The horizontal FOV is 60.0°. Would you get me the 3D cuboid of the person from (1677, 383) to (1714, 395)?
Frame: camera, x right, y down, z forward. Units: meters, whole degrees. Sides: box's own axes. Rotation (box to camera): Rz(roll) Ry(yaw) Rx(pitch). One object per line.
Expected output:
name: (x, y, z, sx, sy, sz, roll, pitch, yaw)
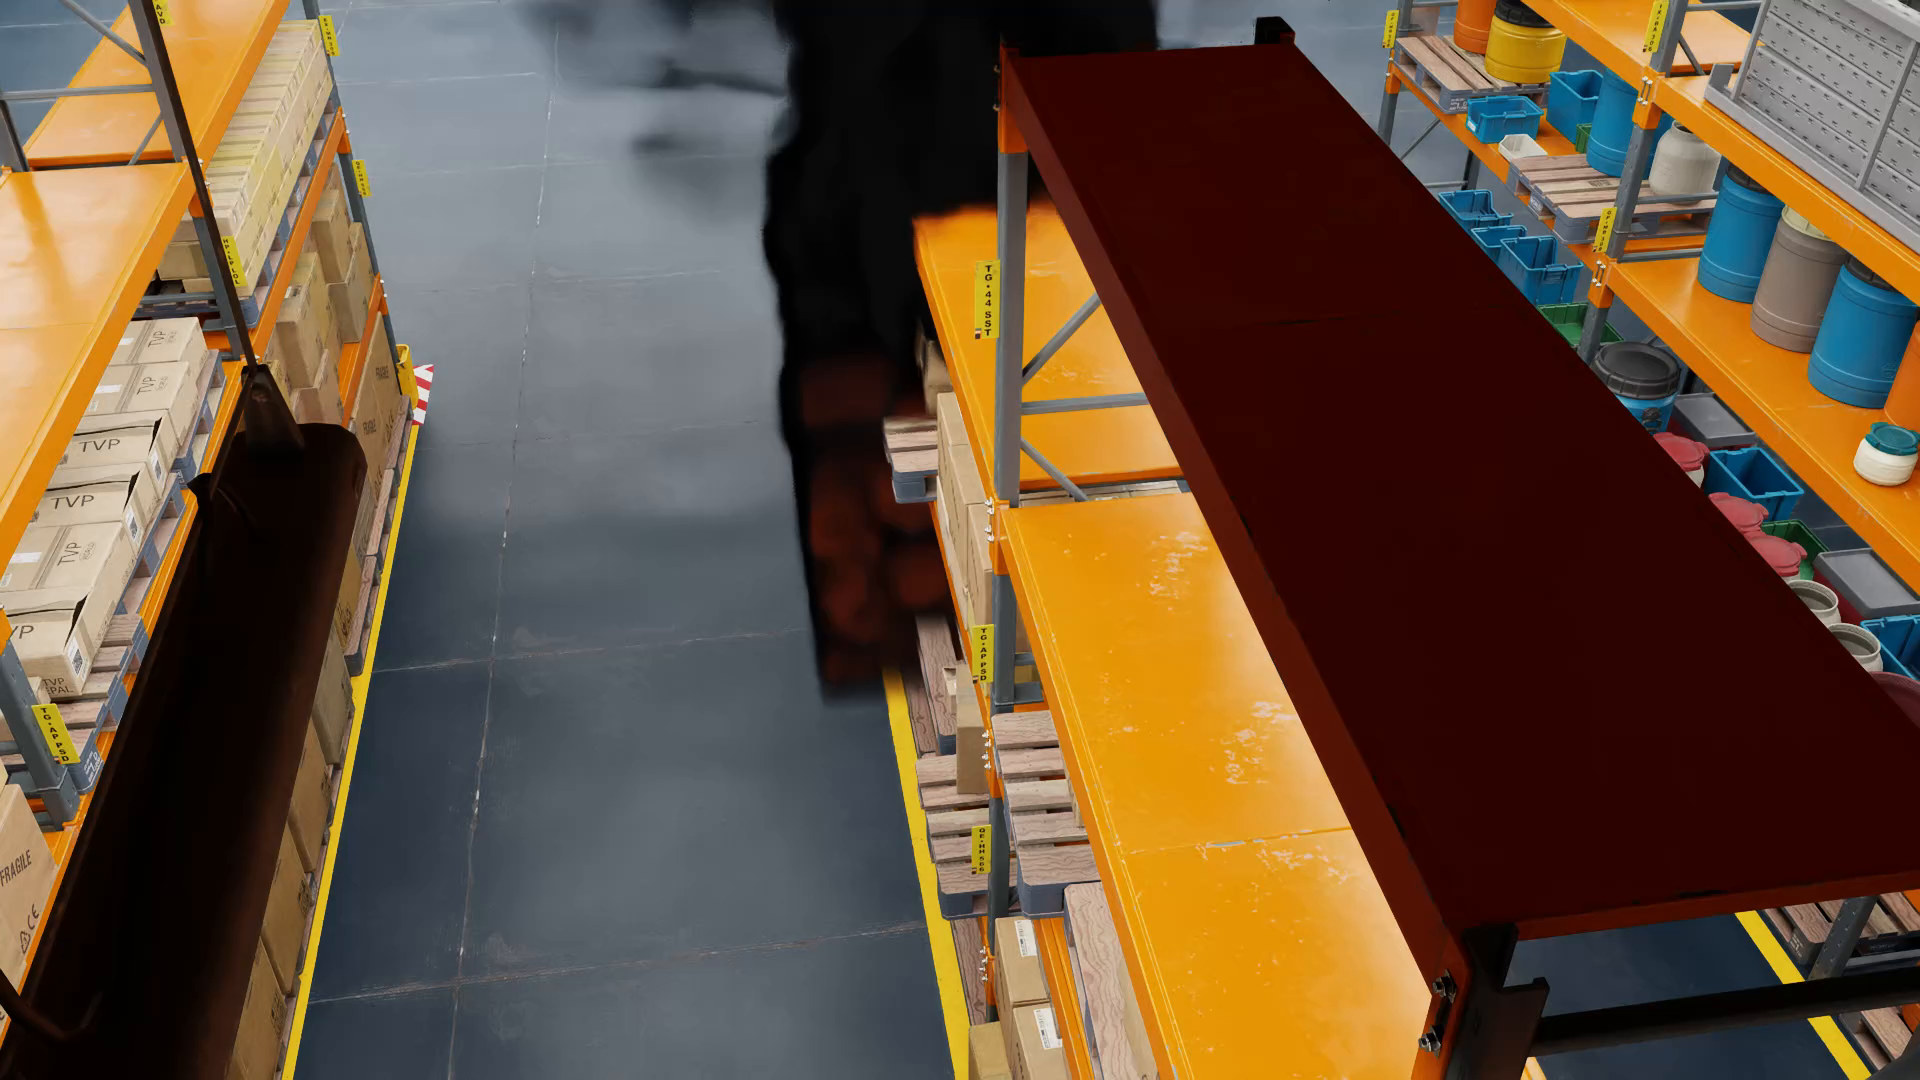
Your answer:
person: (6.295, -1.686, 13.971, 0.553, 1.625, 0.752, -3, 36, -4)
